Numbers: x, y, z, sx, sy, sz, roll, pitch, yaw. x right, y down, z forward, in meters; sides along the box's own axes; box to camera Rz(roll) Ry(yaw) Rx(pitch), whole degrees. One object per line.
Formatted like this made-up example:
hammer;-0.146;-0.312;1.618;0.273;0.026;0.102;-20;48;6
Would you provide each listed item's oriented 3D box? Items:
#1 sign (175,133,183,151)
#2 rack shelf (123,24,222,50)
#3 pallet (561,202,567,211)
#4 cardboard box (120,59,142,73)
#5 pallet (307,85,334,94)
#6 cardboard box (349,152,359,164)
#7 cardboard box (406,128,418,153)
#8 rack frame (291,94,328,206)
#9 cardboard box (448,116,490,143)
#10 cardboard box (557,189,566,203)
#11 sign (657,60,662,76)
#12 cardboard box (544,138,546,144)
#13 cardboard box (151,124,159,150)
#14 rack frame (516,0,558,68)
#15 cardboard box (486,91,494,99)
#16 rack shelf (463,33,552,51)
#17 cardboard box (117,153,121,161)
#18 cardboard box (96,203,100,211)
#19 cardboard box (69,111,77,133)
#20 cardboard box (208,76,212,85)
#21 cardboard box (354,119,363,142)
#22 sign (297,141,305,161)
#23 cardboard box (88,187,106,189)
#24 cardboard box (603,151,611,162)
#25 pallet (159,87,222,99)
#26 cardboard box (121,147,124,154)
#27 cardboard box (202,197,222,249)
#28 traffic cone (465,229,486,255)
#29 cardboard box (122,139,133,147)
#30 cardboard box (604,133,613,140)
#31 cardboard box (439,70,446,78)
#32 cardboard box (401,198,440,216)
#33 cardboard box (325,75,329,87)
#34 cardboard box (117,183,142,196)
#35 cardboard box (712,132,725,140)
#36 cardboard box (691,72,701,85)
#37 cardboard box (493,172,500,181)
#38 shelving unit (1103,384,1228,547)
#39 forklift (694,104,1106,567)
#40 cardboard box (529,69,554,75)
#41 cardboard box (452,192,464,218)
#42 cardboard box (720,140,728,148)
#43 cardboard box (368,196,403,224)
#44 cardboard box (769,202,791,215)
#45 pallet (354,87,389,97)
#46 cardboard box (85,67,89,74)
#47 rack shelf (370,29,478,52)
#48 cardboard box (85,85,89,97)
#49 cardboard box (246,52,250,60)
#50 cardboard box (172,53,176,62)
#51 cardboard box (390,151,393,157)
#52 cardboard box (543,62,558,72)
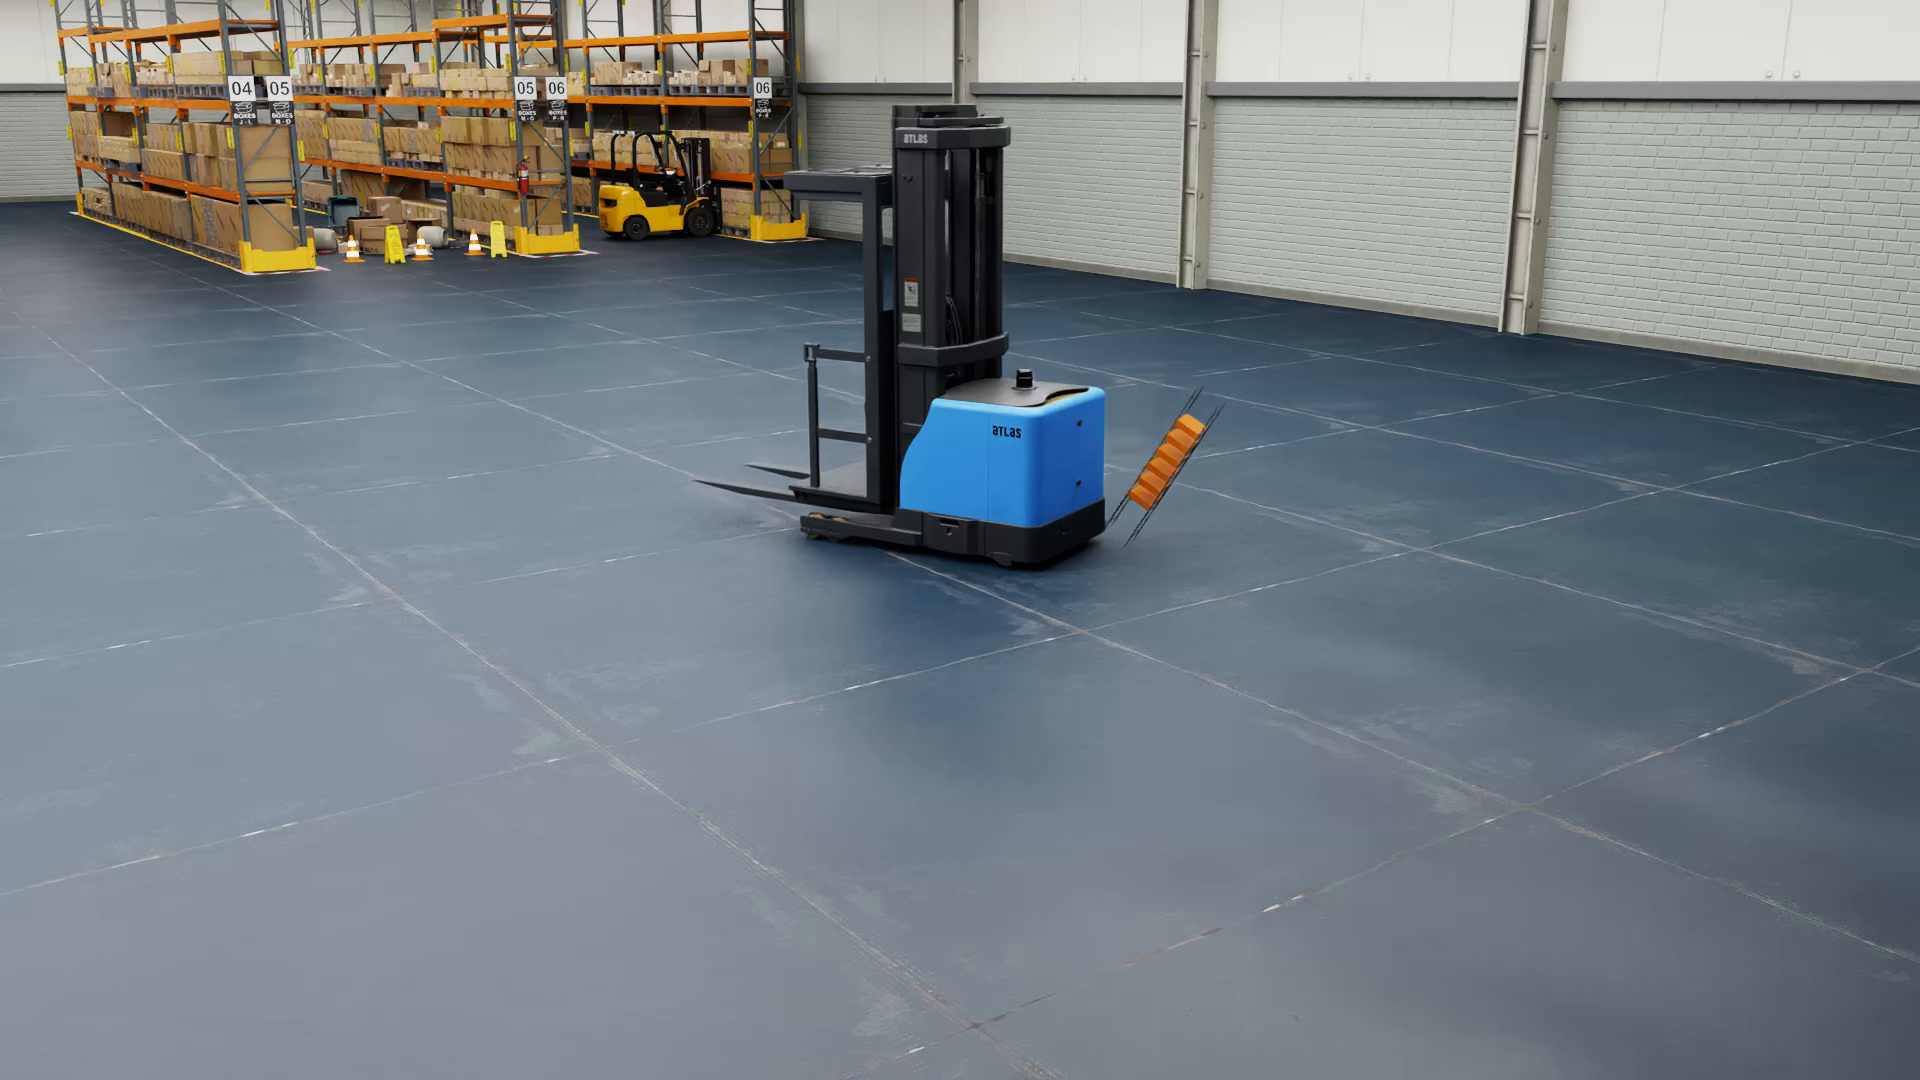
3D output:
sign;-14.493;-7.392;30.860;0.100;0.325;0.005;-11;19;-35
rack shelf;-15.236;-9.739;32.234;1.077;0.370;4.000;-11;19;-35
pallet;-9.576;-8.454;42.066;1.003;0.211;1.213;-11;19;-35
cardboard box;-17.174;-9.830;34.489;0.396;0.266;0.258;-11;19;-35
pallet;-15.292;-11.037;40.706;1.003;0.211;1.213;-11;19;-35
cardboard box;-13.894;-8.919;38.766;0.500;0.250;0.500;-11;19;-35
cardboard box;-11.472;-8.534;35.527;0.500;0.500;0.500;-12;19;-37
rack frame;-17.171;-10.311;43.566;1.000;3.000;0.127;-11;19;-35
cardboard box;-9.749;-8.182;33.143;0.700;0.500;0.500;-11;19;-34
cardboard box;-9.793;-8.756;41.823;0.500;0.500;0.500;-12;19;-37
sign;-6.536;-10.281;36.201;0.100;0.325;0.005;-11;19;-35
cardboard box;-10.300;-10.009;41.924;0.396;0.266;0.258;-10;18;-32
cardboard box;-15.857;-8.138;33.544;0.700;0.500;0.500;-11;19;-35
rack frame;-10.806;-13.122;42.472;1.000;3.000;0.127;-11;19;-35
cardboard box;-8.781;-8.473;31.646;0.380;0.149;0.250;-11;19;-35
rack shelf;-11.982;-13.200;44.127;1.077;0.370;4.000;-11;19;-35
cardboard box;-17.673;-8.147;35.342;0.380;0.149;0.250;-12;19;-37
cardboard box;-20.146;-7.859;39.212;0.380;0.149;0.250;-11;19;-35
cardboard box;-21.066;-10.058;39.995;0.500;0.500;0.500;-11;19;-35
cardboard box;-12.625;-7.862;28.428;0.380;0.149;0.250;-11;19;-34
cardboard box;-13.578;-9.418;38.222;0.500;0.500;0.500;-11;19;-34
sign;-11.256;-6.645;28.383;0.100;0.325;0.005;-11;19;-35
cardboard box;-20.823;-8.431;40.174;0.380;0.149;0.250;-10;18;-34
cardboard box;-8.100;-9.061;39.283;0.500;0.250;0.500;-11;19;-36
pallet;-14.639;-8.501;31.635;0.805;0.209;1.217;-12;19;-37
cardboard box;-17.386;-8.185;34.916;0.380;0.149;0.250;-10;18;-33
cardboard box;-13.214;-5.799;30.312;0.875;0.875;0.875;-11;19;-34
traffic cone;-9.060;-5.562;31.022;0.336;0.463;0.334;-11;19;-35
cardboard box;-17.217;-8.268;34.658;0.380;0.149;0.250;-11;19;-35
cardboard box;-8.175;-9.513;39.235;0.380;0.149;0.250;-10;18;-33
cardboard box;-10.194;-9.341;33.305;0.380;0.149;0.250;-11;19;-36
cardboard box;-12.143;-7.415;37.170;0.950;0.372;0.625;-12;20;-38
cardboard box;-14.808;-10.880;39.423;0.396;0.266;0.258;-11;19;-35
cardboard box;-18.228;-7.713;36.595;0.500;0.250;0.500;-10;18;-33
cardboard box;-4.963;-8.471;34.862;0.380;0.149;0.250;-10;18;-33
cardboard box;-5.476;-9.788;35.245;0.396;0.266;0.258;-11;19;-36
cardboard box;-8.704;-6.965;31.818;0.380;0.149;0.250;-10;18;-34
shelving unit;1.384;-0.499;11.263;0.189;1.200;0.258;37;25;11
forklift;-0.519;-1.511;11.545;3.031;2.935;1.130;9;18;31
cardboard box;-7.807;-8.712;31.008;0.380;0.149;0.250;-11;19;-35
cardboard box;-9.987;-6.819;33.799;0.500;0.500;0.500;-10;18;-32
cardboard box;-4.790;-8.276;34.715;0.380;0.149;0.250;-12;19;-36
cardboard box;-11.538;-6.625;33.401;0.500;0.500;0.500;-11;19;-35
cardboard box;-3.859;-6.916;34.628;0.500;0.250;0.500;-10;18;-34
pallet;-12.889;-10.088;37.426;1.213;0.211;1.003;-10;18;-32
cardboard box;-19.510;-10.600;37.521;0.380;0.149;0.250;-11;19;-35
rack shelf;-11.291;-10.529;35.120;1.077;0.370;4.000;-11;19;-35
cardboard box;-19.555;-10.213;37.809;0.500;0.250;0.500;-11;19;-35
cardboard box;-12.092;-8.348;28.695;0.380;0.149;0.250;-11;19;-34
cardboard box;-14.121;-8.789;30.305;0.380;0.149;0.250;-11;19;-34
cardboard box;-12.427;-8.586;36.944;0.380;0.149;0.250;-12;19;-38
cardboard box;-10.389;-12.042;42.351;0.396;0.266;0.258;-11;19;-35
